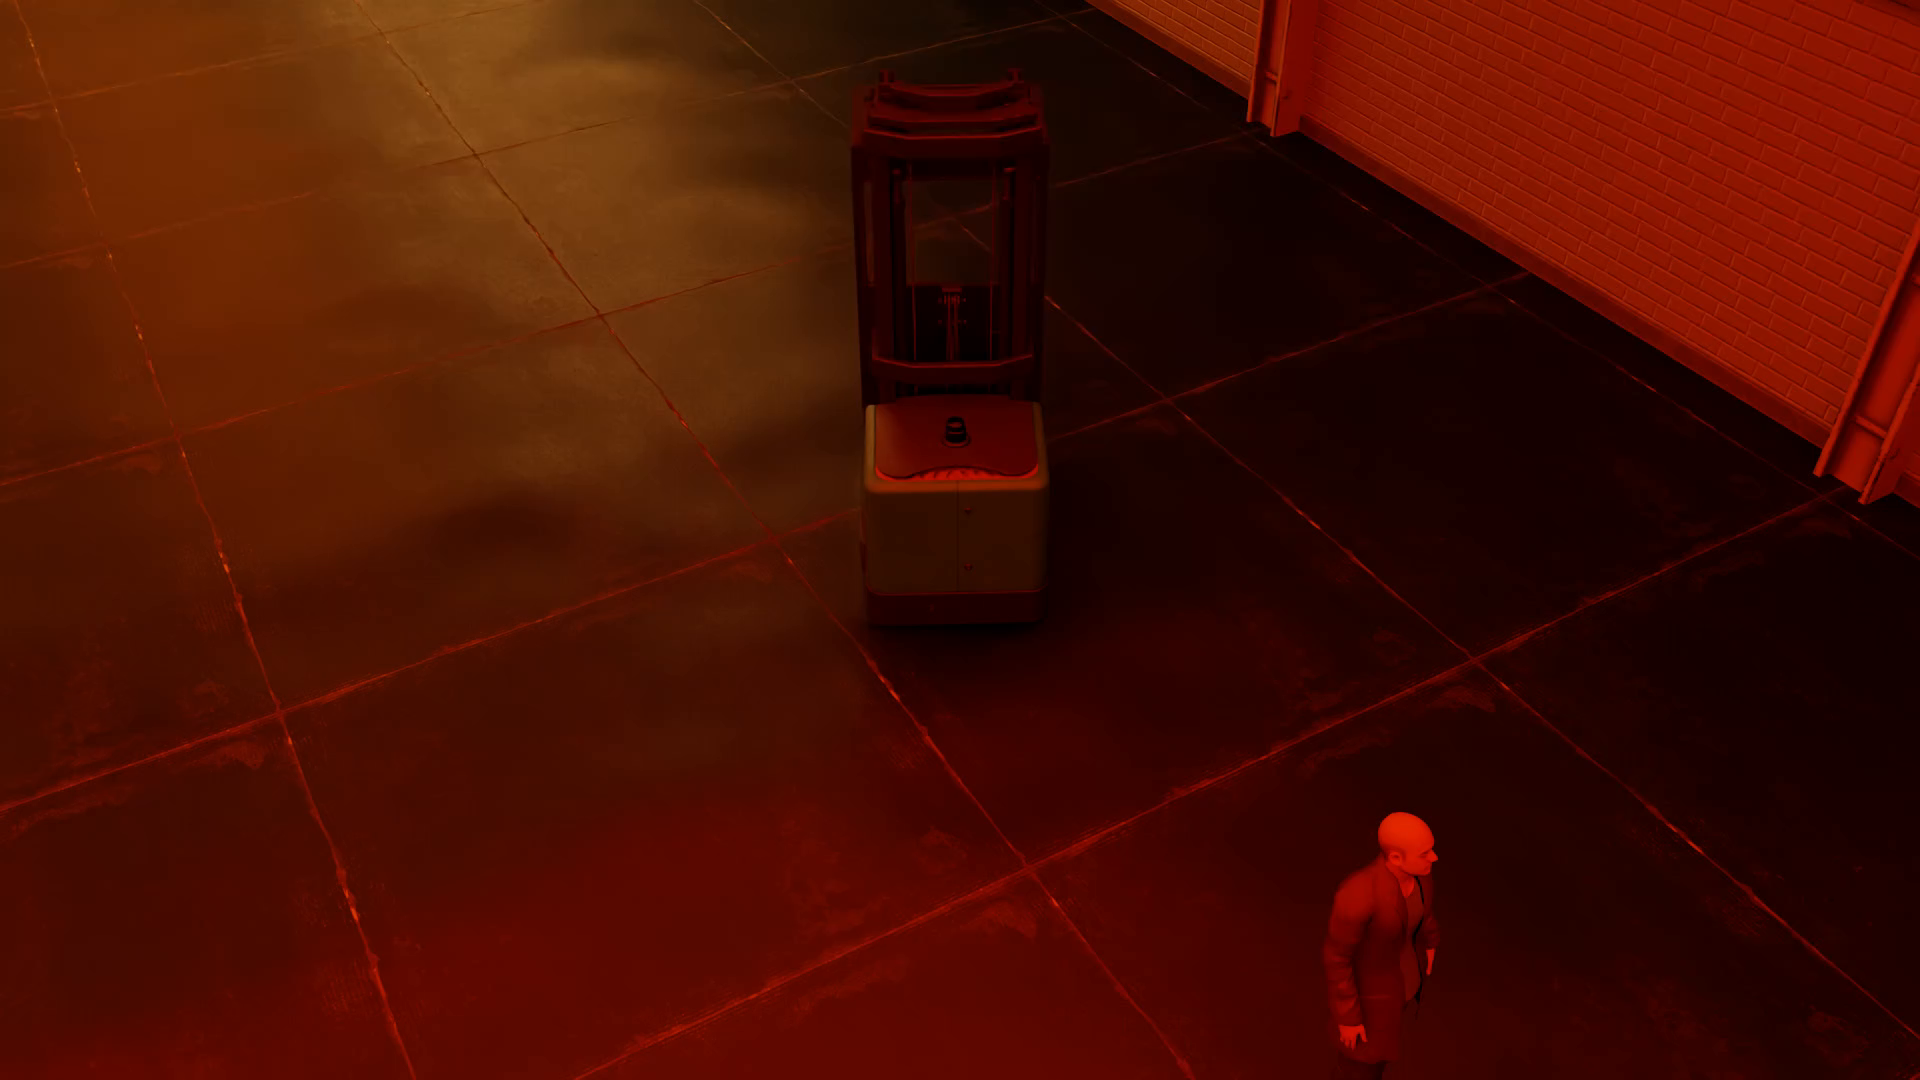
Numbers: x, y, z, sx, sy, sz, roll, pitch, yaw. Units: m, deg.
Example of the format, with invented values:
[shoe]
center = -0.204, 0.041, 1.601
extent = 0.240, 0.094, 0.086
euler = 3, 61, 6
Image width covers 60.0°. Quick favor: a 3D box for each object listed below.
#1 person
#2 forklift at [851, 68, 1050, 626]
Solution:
[person]
center = 1.777, 1.831, 6.720
extent = 0.580, 1.778, 0.698
euler = 32, 49, 33
[forklift]
center = -0.064, -1.551, 9.906
extent = 1.130, 2.935, 3.031
euler = -1, 40, -2
